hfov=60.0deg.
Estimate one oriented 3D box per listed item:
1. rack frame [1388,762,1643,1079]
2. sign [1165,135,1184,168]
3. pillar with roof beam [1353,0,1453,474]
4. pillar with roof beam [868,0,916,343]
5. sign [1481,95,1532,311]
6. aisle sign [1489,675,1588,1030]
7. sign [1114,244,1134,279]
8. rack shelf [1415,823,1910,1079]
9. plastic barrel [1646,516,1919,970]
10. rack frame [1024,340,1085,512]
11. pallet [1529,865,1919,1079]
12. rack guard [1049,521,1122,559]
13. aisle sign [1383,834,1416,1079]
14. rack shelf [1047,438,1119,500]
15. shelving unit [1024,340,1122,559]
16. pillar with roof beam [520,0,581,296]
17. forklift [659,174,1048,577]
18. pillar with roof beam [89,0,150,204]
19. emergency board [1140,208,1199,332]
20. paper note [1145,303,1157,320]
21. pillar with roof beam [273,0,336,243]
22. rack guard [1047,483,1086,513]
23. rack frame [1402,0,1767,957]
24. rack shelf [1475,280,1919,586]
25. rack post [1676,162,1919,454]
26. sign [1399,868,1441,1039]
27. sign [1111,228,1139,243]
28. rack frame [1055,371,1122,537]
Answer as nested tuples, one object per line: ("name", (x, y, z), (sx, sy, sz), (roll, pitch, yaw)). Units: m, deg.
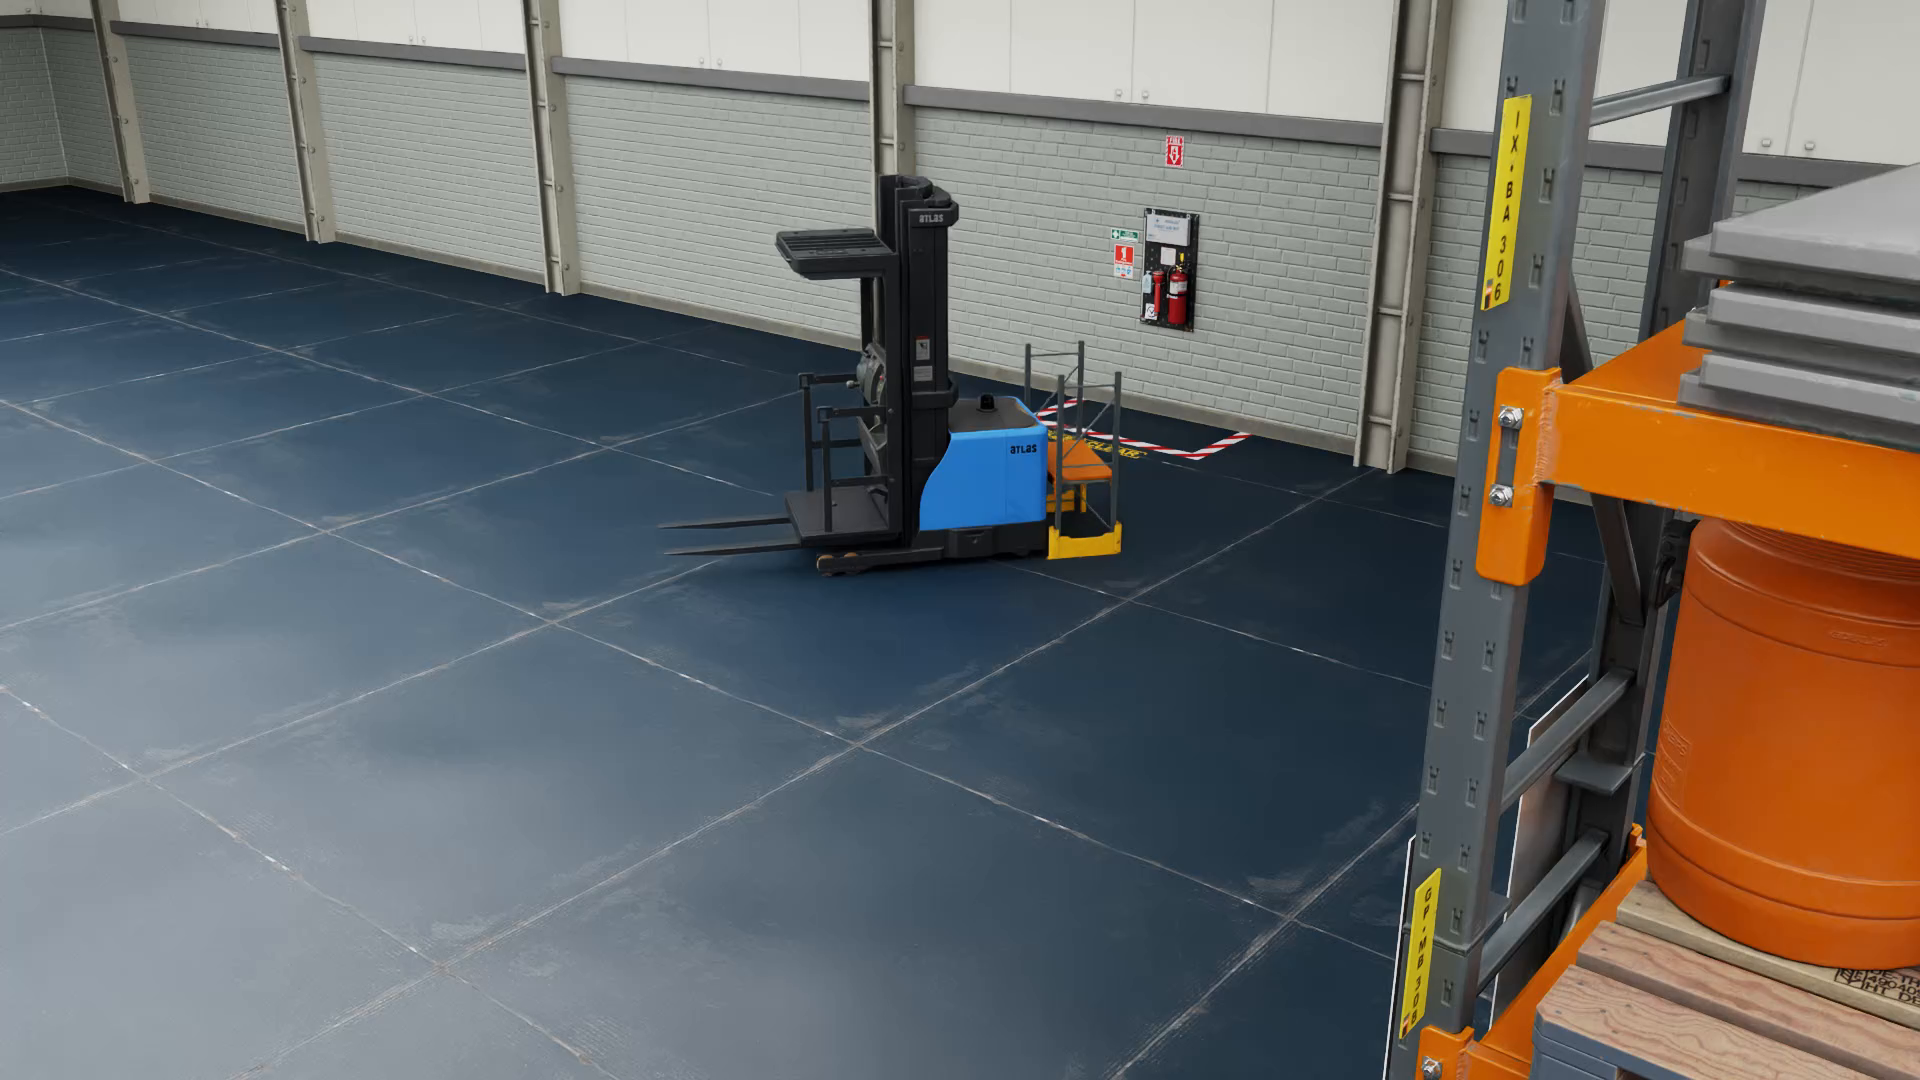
("rack frame", (1.210, 2.031, 4.030), (0.127, 3.000, 1.000), (16, 26, 36))
("sign", (2.081, -3.771, 16.132), (0.199, 0.298, 0.001), (16, 26, 36))
("pillar with roof beam", (1.193, -3.726, 10.795), (0.400, 9.000, 9.100), (16, 26, 36))
("pillar with roof beam", (-3.456, -5.065, 14.345), (0.400, 9.000, 9.100), (16, 26, 36))
("sign", (0.859, -0.529, 2.613), (0.005, 0.325, 0.100), (16, 26, 36))
("aisle sign", (1.342, 0.718, 3.830), (0.004, 0.787, 0.394), (16, 26, 36))
("sign", (1.661, -2.826, 16.860), (0.234, 0.329, 0.001), (16, 26, 36))
("rack shelf", (2.759, 1.411, 2.445), (4.000, 0.370, 1.077), (16, 26, 36))
("plastic barrel", (1.667, 0.304, 3.156), (0.708, 0.830, 0.600), (16, 26, 36))
("rack frame", (0.785, -0.935, 14.020), (0.500, 1.500, 0.032), (-4, 21, -12))
("pallet", (1.789, 0.927, 2.974), (1.213, 0.211, 1.003), (16, 26, 36))
("rack guard", (1.001, 0.000, 13.312), (0.587, 0.250, 0.087), (-4, 21, -12))
("aisle sign", (0.969, 0.879, 3.402), (0.004, 0.787, 0.394), (16, 26, 36))
("rack shelf", (0.893, -0.591, 13.618), (0.538, 0.185, 1.000), (-4, 21, -12))
("shelving unit", (0.895, -0.756, 13.547), (0.587, 1.500, 1.083), (-4, 21, -12))
("pillar with roof beam", (-8.104, -6.403, 17.895), (0.400, 9.000, 9.100), (16, 26, 36))
("forklift", (-0.869, -1.293, 12.942), (3.031, 2.935, 1.130), (-5, 21, -12))
("pillar with roof beam", (-17.401, -9.081, 24.994), (0.400, 9.000, 9.100), (16, 26, 36))
("emergency board", (2.024, -2.658, 16.464), (0.643, 1.169, 0.194), (16, 26, 36))
("paper note", (1.931, -2.304, 16.775), (0.142, 0.148, 0.016), (16, 26, 36))
("pillar with roof beam", (-12.752, -7.742, 21.445), (0.400, 9.000, 9.100), (16, 26, 36))
("rack guard", (0.788, -0.343, 14.222), (0.587, 0.250, 0.087), (-4, 21, -12))
("rack frame", (1.210, -0.776, 2.972), (0.127, 3.000, 1.000), (16, 26, 36))
("rack shelf", (2.759, 0.194, 1.986), (4.000, 0.370, 1.077), (16, 26, 36))
("rack post", (1.715, -0.338, 2.521), (0.937, 0.300, 0.954), (-19, 28, -41))
("sign", (0.859, 0.773, 3.103), (0.005, 0.325, 0.100), (16, 26, 36))
("sign", (1.659, -3.070, 16.757), (0.331, 0.109, 0.001), (16, 26, 36))
("rack frame", (1.002, -0.584, 13.090), (0.500, 1.500, 0.032), (-4, 21, -12))
